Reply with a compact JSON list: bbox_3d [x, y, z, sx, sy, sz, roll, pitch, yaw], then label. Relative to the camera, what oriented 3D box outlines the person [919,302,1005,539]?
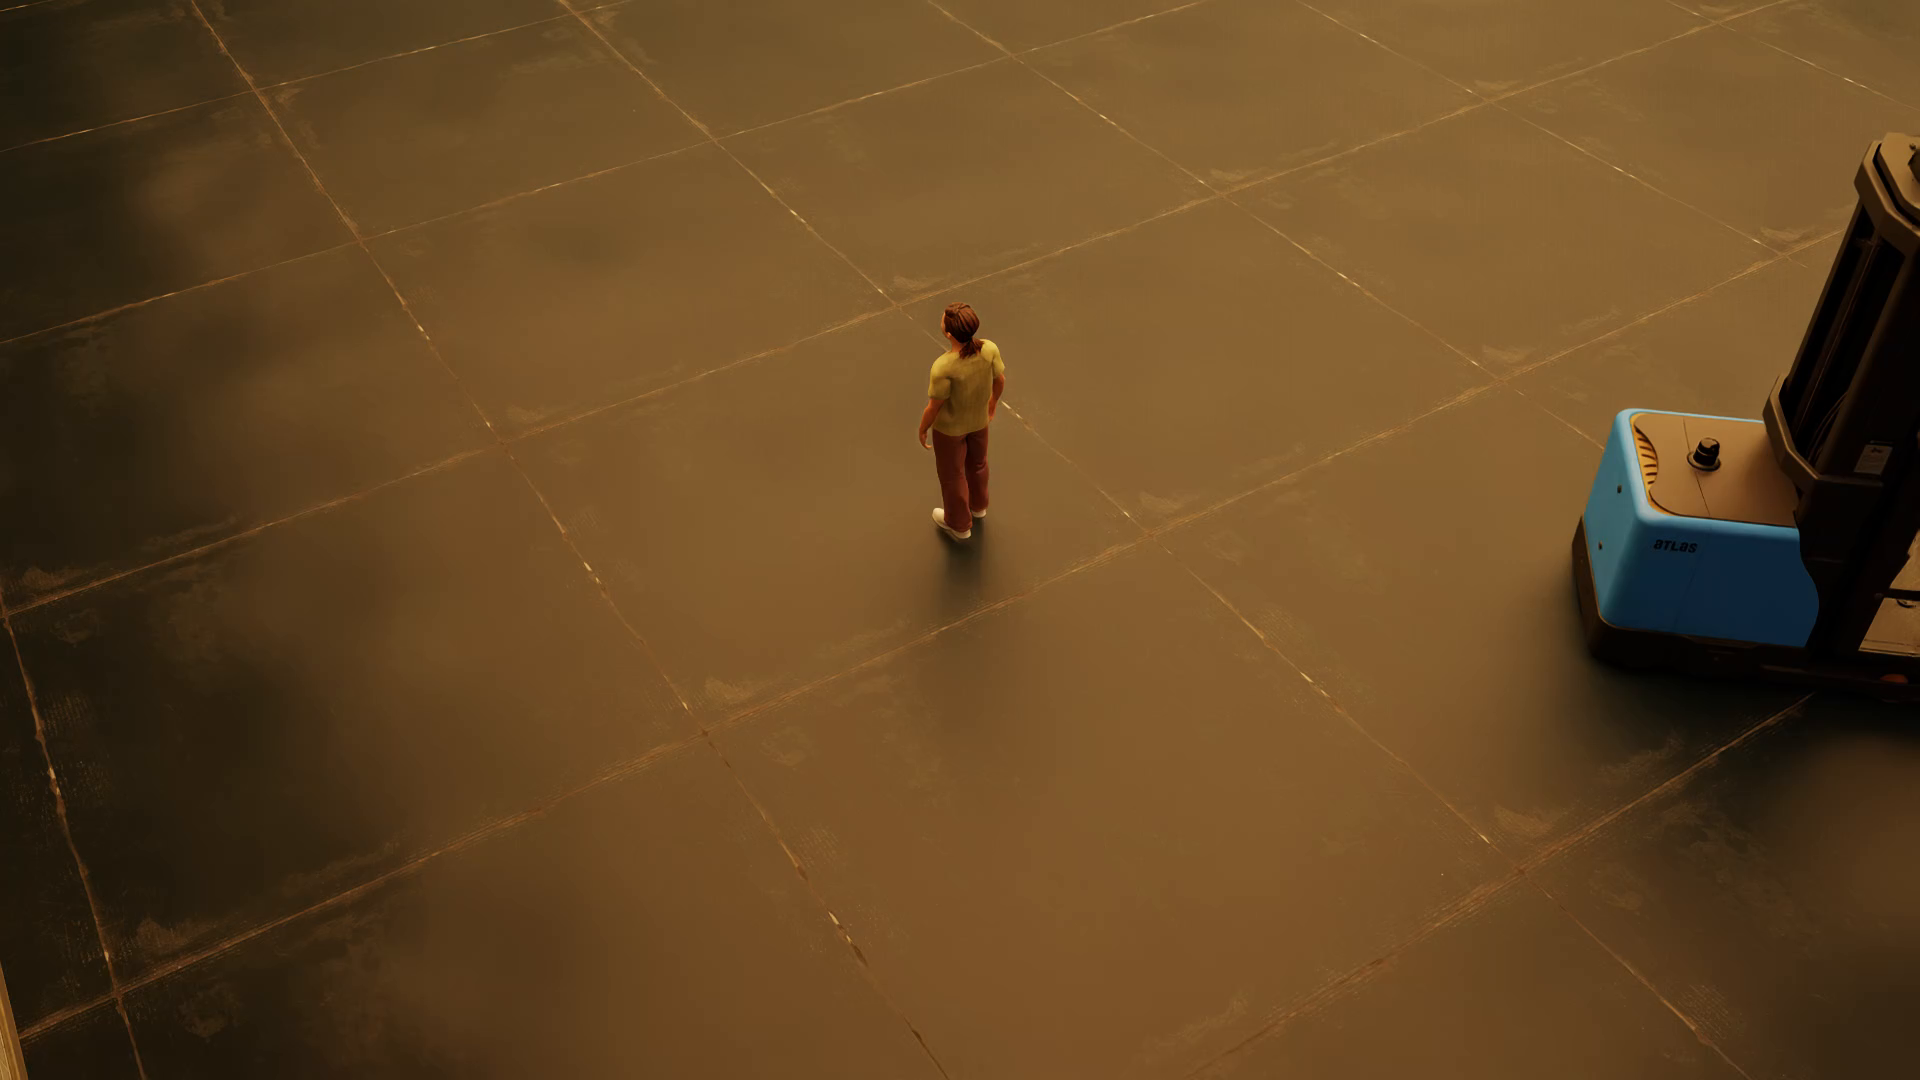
[{"bbox_3d":[-0.030,-0.712,9.567,0.552,1.675,0.548,-23,46,-24],"label":"person"}]

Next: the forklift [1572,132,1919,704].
[{"bbox_3d":[5.081,-0.571,8.524,3.031,2.935,1.130,6,42,7],"label":"forklift"}]
